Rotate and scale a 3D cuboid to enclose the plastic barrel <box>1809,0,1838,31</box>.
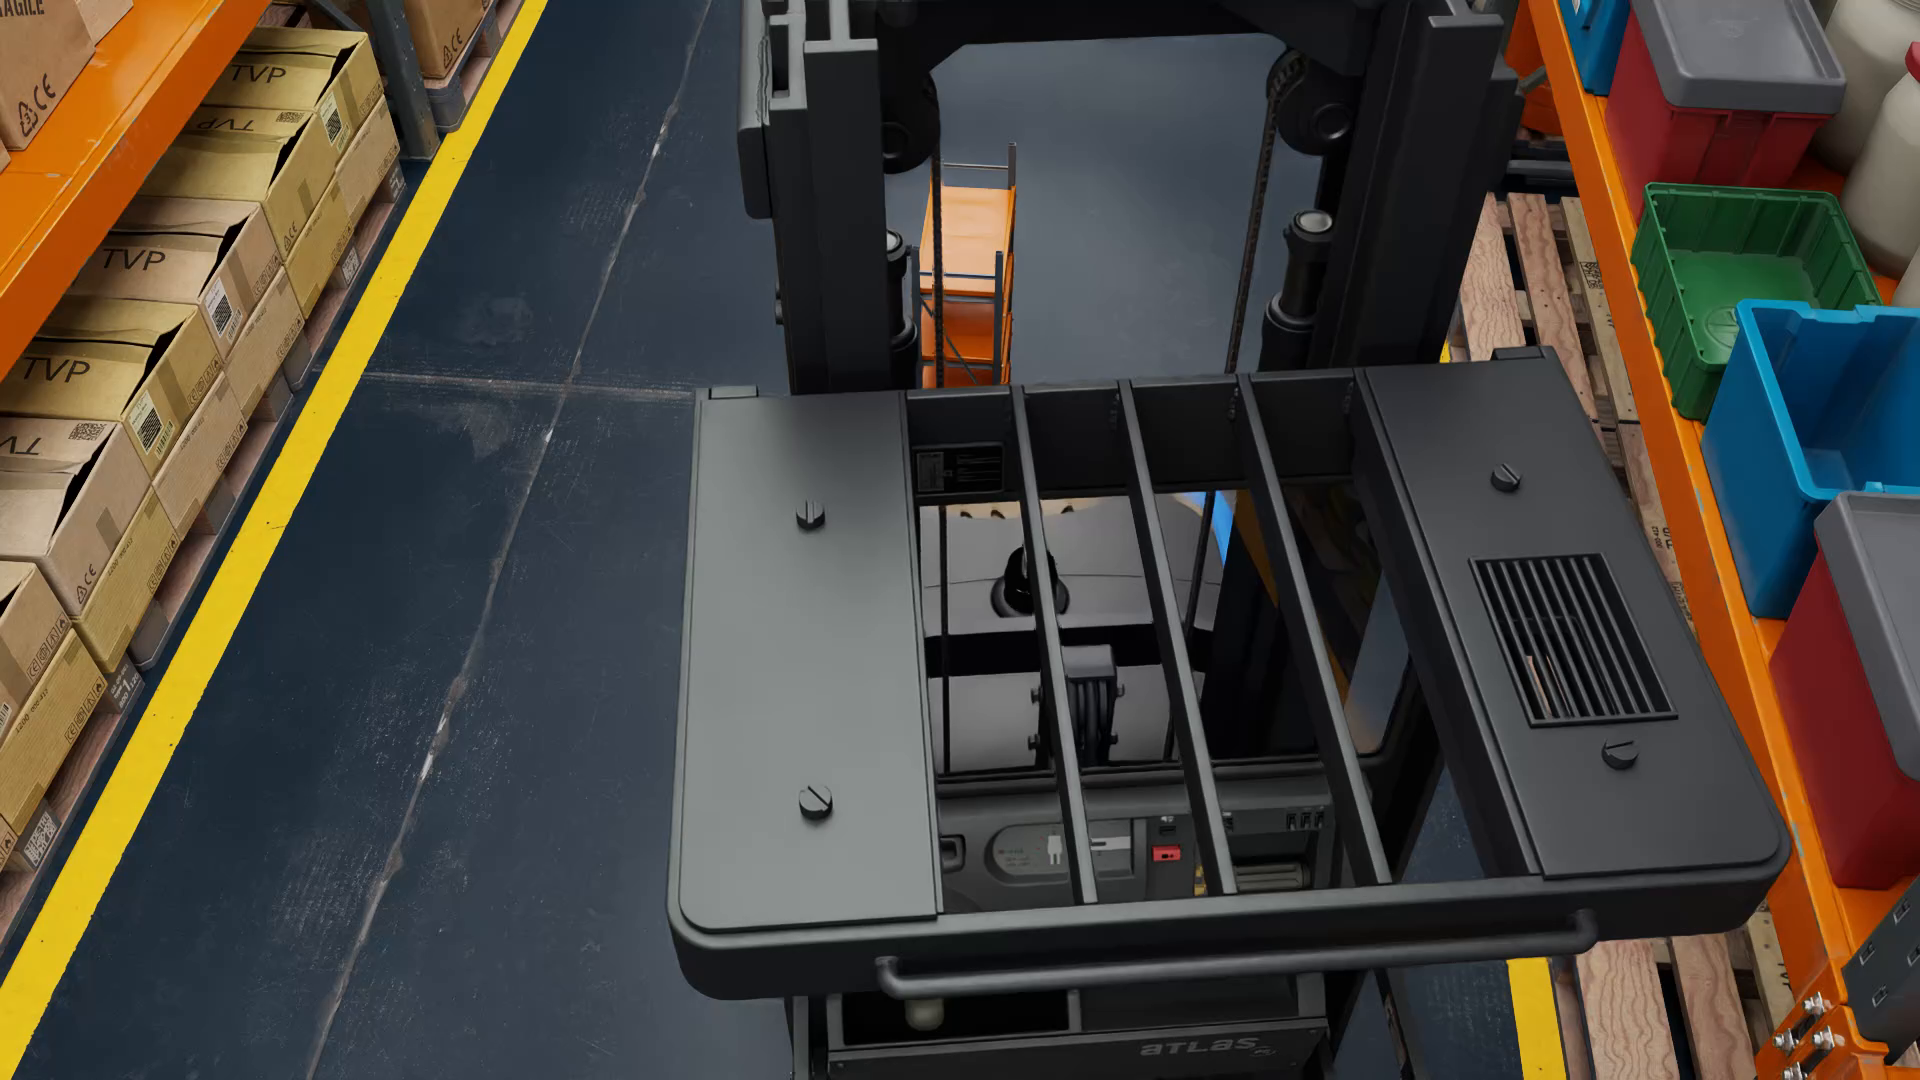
[{"bbox_3d":[2.456,-1.526,4.537,0.421,0.512,0.421,0,48,0],"label":"plastic barrel"}]

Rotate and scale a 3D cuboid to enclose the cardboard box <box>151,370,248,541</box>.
[{"bbox_3d":[-2.537,-0.279,5.051,0.500,0.250,0.500,5,48,4],"label":"cardboard box"}]

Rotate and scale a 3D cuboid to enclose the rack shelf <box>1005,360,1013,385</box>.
[{"bbox_3d":[0.015,-0.347,5.115,0.258,0.148,0.480,4,48,4],"label":"rack shelf"}]

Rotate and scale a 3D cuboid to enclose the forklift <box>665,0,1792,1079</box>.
[{"bbox_3d":[0.235,0.701,2.623,1.130,2.935,3.031,-3,48,-3],"label":"forklift"}]

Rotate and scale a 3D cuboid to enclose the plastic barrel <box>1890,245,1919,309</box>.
[{"bbox_3d":[2.345,-0.593,3.667,0.433,0.535,0.433,0,48,0],"label":"plastic barrel"}]

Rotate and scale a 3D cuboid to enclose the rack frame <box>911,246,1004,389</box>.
[{"bbox_3d":[-0.007,-0.347,4.755,0.240,1.200,0.015,4,48,4],"label":"rack frame"}]

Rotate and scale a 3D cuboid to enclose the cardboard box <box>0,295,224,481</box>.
[{"bbox_3d":[-2.536,-0.475,4.850,0.500,0.311,0.500,5,48,5],"label":"cardboard box"}]

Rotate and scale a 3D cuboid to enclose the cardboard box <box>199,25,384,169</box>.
[{"bbox_3d":[-2.398,-1.596,5.876,0.500,0.311,0.500,5,48,5],"label":"cardboard box"}]

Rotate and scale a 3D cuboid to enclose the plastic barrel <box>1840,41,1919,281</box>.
[{"bbox_3d":[2.384,-0.910,3.958,0.433,0.535,0.433,0,48,0],"label":"plastic barrel"}]

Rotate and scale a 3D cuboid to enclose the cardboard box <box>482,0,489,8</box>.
[{"bbox_3d":[-2.228,-2.600,6.991,0.500,0.500,0.500,2,48,2],"label":"cardboard box"}]

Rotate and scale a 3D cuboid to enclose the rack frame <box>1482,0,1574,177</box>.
[{"bbox_3d":[2.337,-2.259,5.283,1.000,3.000,0.127,4,48,4],"label":"rack frame"}]

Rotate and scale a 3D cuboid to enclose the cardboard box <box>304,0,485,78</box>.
[{"bbox_3d":[-2.270,-2.215,6.639,0.500,0.500,0.500,6,48,5],"label":"cardboard box"}]

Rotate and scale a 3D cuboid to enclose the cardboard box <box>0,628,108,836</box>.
[{"bbox_3d":[-2.629,0.476,4.361,0.500,0.250,0.500,5,48,5],"label":"cardboard box"}]

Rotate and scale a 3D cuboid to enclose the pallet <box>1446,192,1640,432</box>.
[{"bbox_3d":[2.227,-0.751,5.794,1.003,0.211,1.213,4,48,4],"label":"pallet"}]

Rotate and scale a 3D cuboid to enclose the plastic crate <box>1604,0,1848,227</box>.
[{"bbox_3d":[1.885,-1.113,4.192,0.402,0.464,0.583,4,48,4],"label":"plastic crate"}]

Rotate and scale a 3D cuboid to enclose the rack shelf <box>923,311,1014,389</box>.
[{"bbox_3d":[0.015,-0.481,4.968,0.258,0.148,0.480,4,48,4],"label":"rack shelf"}]

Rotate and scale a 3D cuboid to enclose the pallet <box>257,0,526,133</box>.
[{"bbox_3d":[-2.490,-2.199,7.119,1.003,0.211,1.213,4,48,4],"label":"pallet"}]

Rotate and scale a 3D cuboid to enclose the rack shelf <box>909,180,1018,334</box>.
[{"bbox_3d":[0.015,-0.792,4.629,0.258,0.148,0.480,4,48,4],"label":"rack shelf"}]

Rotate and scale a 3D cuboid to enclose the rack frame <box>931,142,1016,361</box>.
[{"bbox_3d":[0.037,-0.706,5.083,0.240,1.200,0.015,4,48,4],"label":"rack frame"}]

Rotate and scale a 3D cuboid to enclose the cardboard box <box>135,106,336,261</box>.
[{"bbox_3d":[-2.439,-1.214,5.526,0.500,0.311,0.500,3,48,3],"label":"cardboard box"}]

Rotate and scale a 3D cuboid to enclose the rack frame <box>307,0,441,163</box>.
[{"bbox_3d":[-2.596,-2.594,5.590,1.000,3.000,0.127,4,48,4],"label":"rack frame"}]

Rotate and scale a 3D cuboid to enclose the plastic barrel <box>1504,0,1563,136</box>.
[{"bbox_3d":[2.364,-2.029,6.259,0.600,0.830,0.708,4,48,4],"label":"plastic barrel"}]

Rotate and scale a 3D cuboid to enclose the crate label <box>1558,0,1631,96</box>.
[{"bbox_3d":[1.977,-1.559,4.619,0.502,0.435,0.616,4,48,4],"label":"crate label"}]

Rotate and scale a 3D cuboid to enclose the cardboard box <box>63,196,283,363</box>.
[{"bbox_3d":[-2.488,-0.843,5.187,0.500,0.311,0.500,4,48,3],"label":"cardboard box"}]

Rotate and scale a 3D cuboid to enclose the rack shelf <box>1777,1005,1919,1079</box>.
[{"bbox_3d":[1.790,2.393,1.516,1.077,0.370,4.000,4,48,4],"label":"rack shelf"}]

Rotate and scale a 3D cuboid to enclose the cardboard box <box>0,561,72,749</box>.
[{"bbox_3d":[-2.624,0.287,4.153,0.500,0.311,0.500,3,48,3],"label":"cardboard box"}]

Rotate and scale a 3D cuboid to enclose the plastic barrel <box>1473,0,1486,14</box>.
[{"bbox_3d":[2.327,-2.342,6.761,0.421,0.512,0.421,0,48,0],"label":"plastic barrel"}]

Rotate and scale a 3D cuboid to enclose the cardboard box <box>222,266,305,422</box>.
[{"bbox_3d":[-2.493,-0.657,5.397,0.500,0.250,0.500,5,48,4],"label":"cardboard box"}]

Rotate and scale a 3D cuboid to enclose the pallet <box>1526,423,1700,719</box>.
[{"bbox_3d":[2.114,0.143,4.976,1.003,0.211,1.213,4,48,4],"label":"pallet"}]

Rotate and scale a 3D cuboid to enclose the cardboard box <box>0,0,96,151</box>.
[{"bbox_3d":[-2.732,-1.394,4.425,0.500,0.500,0.500,2,48,1],"label":"cardboard box"}]

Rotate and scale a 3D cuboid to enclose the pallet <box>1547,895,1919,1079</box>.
[{"bbox_3d":[2.005,1.042,4.154,1.003,0.211,1.213,4,48,4],"label":"pallet"}]

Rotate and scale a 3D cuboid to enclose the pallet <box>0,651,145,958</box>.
[{"bbox_3d":[-2.932,0.742,4.428,1.003,0.211,1.213,4,48,4],"label":"pallet"}]

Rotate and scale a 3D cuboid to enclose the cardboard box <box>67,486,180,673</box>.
[{"bbox_3d":[-2.584,0.095,4.709,0.500,0.250,0.500,3,48,2],"label":"cardboard box"}]

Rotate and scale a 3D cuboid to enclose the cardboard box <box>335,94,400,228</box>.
[{"bbox_3d":[-2.401,-1.405,6.081,0.500,0.250,0.500,5,48,4],"label":"cardboard box"}]

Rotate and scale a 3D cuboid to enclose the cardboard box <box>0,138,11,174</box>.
[{"bbox_3d":[-2.780,-1.007,4.071,0.500,0.500,0.500,4,48,4],"label":"cardboard box"}]

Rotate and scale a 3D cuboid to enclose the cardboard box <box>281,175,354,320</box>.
[{"bbox_3d":[-2.444,-1.026,5.735,0.500,0.250,0.500,3,48,3],"label":"cardboard box"}]

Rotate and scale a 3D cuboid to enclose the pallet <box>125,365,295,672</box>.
[{"bbox_3d":[-2.823,-0.157,5.251,1.003,0.211,1.213,4,48,4],"label":"pallet"}]

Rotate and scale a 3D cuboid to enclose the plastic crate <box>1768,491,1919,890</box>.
[{"bbox_3d":[1.712,0.283,2.915,0.402,0.464,0.583,4,48,4],"label":"plastic crate"}]

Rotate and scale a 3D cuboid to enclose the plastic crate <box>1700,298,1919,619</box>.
[{"bbox_3d":[1.763,-0.145,3.361,0.392,0.384,0.575,4,48,4],"label":"plastic crate"}]

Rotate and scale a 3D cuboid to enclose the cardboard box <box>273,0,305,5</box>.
[{"bbox_3d":[-2.744,-2.602,6.993,0.500,0.500,0.500,6,48,5],"label":"cardboard box"}]

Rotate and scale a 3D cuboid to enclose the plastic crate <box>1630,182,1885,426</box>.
[{"bbox_3d":[1.850,-0.546,3.861,0.450,0.188,0.662,4,48,4],"label":"plastic crate"}]

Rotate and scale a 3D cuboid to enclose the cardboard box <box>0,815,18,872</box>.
[{"bbox_3d":[-2.677,0.851,4.017,0.500,0.250,0.500,3,48,3],"label":"cardboard box"}]

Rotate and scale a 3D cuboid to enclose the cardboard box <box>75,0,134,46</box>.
[{"bbox_3d":[-2.656,-1.569,4.822,0.380,0.149,0.250,7,48,6],"label":"cardboard box"}]

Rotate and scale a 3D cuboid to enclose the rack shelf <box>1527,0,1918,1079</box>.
[{"bbox_3d":[2.154,-0.546,4.204,1.077,0.370,4.000,4,48,4],"label":"rack shelf"}]

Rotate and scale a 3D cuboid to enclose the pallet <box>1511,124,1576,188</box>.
[{"bbox_3d":[2.367,-1.900,6.844,1.003,0.211,1.213,4,48,4],"label":"pallet"}]

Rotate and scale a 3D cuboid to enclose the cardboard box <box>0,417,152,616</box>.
[{"bbox_3d":[-2.578,-0.093,4.501,0.500,0.311,0.500,2,48,2],"label":"cardboard box"}]

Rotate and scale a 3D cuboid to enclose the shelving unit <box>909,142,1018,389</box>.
[{"bbox_3d":[0.015,-0.527,4.919,0.258,1.200,0.503,4,48,4],"label":"shelving unit"}]

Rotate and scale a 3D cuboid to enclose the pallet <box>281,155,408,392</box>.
[{"bbox_3d":[-2.710,-1.051,6.068,1.003,0.211,1.213,4,48,4],"label":"pallet"}]

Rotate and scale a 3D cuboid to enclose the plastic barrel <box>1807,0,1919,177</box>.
[{"bbox_3d":[2.417,-1.216,4.254,0.421,0.512,0.421,0,48,0],"label":"plastic barrel"}]

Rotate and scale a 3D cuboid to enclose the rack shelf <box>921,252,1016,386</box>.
[{"bbox_3d":[0.015,-0.632,4.803,0.258,0.148,0.480,4,48,4],"label":"rack shelf"}]
